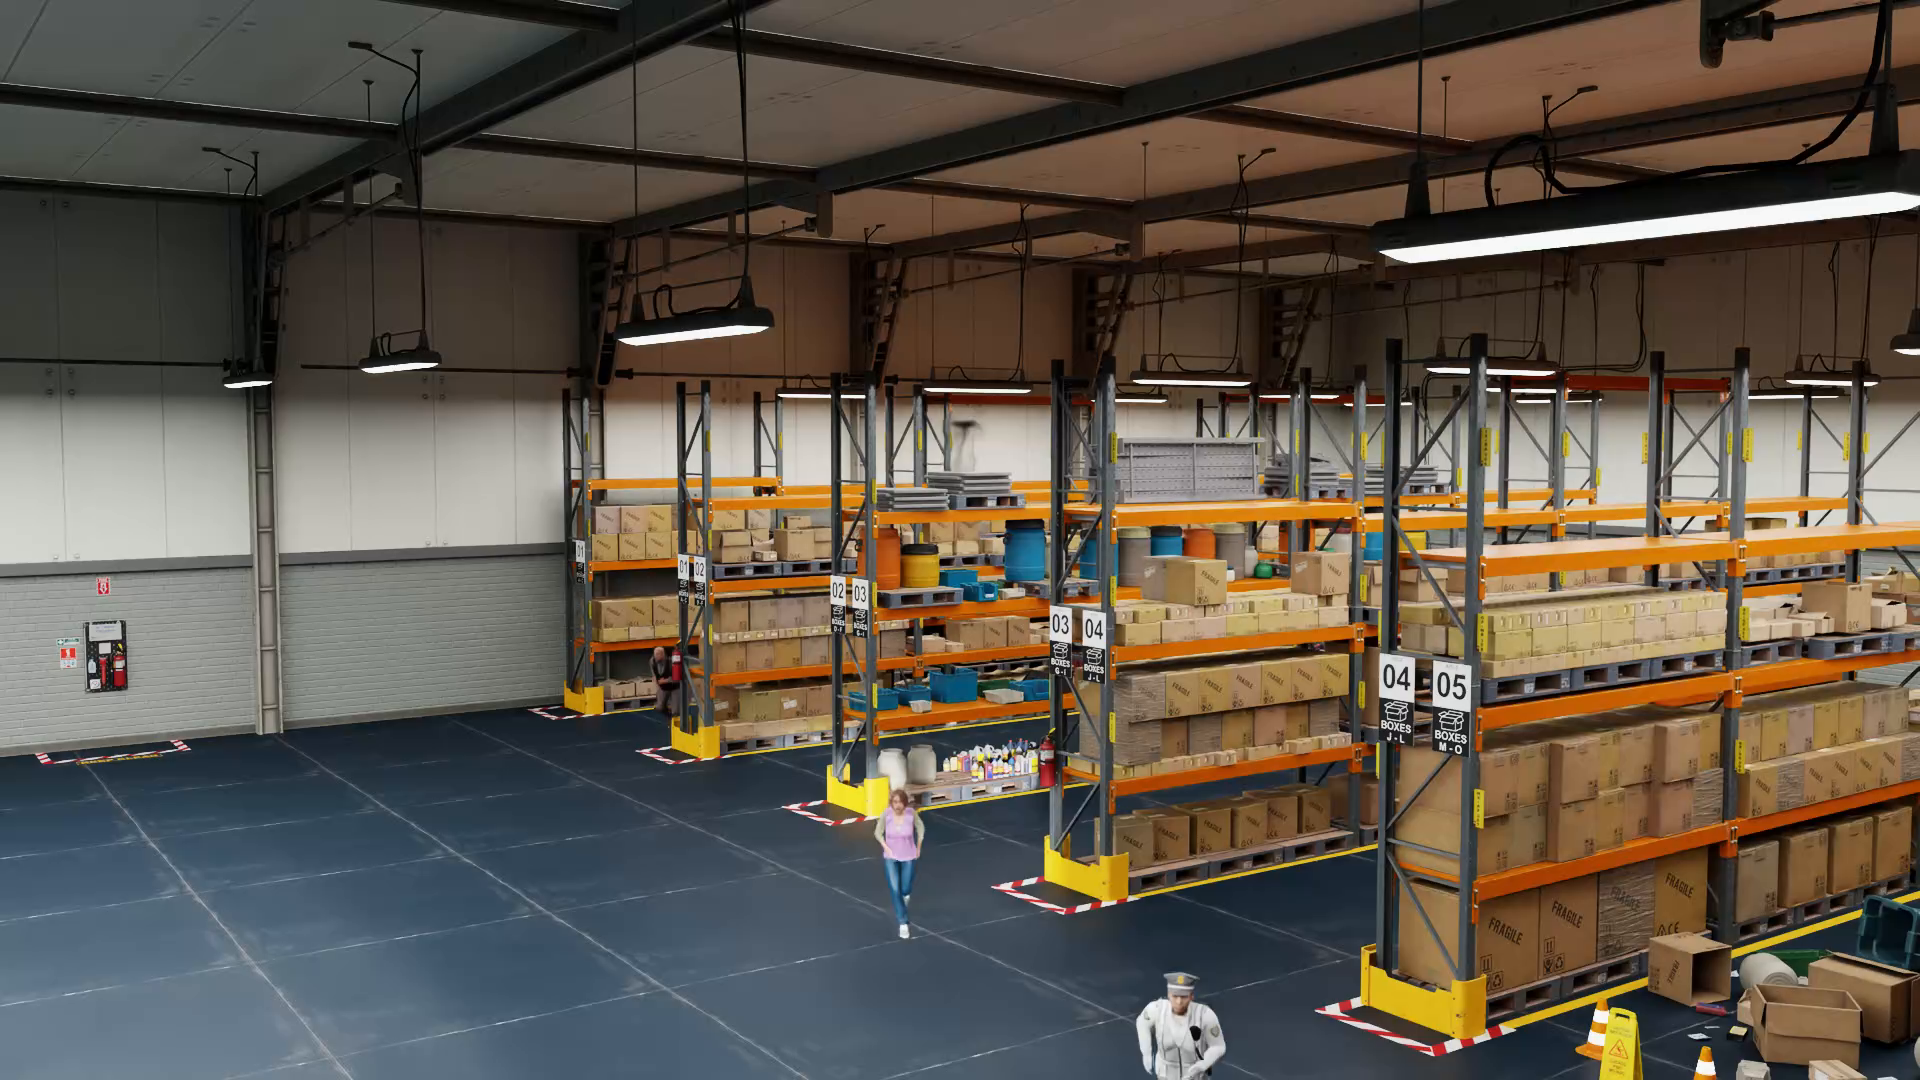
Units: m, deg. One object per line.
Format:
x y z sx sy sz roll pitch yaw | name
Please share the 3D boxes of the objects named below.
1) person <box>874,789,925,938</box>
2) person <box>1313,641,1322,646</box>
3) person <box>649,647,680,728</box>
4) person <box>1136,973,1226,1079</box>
-0.621 3.302 17.275 0.512 1.545 0.713 0 4 4 | person
6.948 2.331 31.474 1.037 1.683 0.563 -2 4 -33 | person
-5.044 2.615 28.440 0.685 1.449 0.867 1 4 21 | person
1.493 3.653 11.274 0.607 1.619 0.688 1 4 9 | person
